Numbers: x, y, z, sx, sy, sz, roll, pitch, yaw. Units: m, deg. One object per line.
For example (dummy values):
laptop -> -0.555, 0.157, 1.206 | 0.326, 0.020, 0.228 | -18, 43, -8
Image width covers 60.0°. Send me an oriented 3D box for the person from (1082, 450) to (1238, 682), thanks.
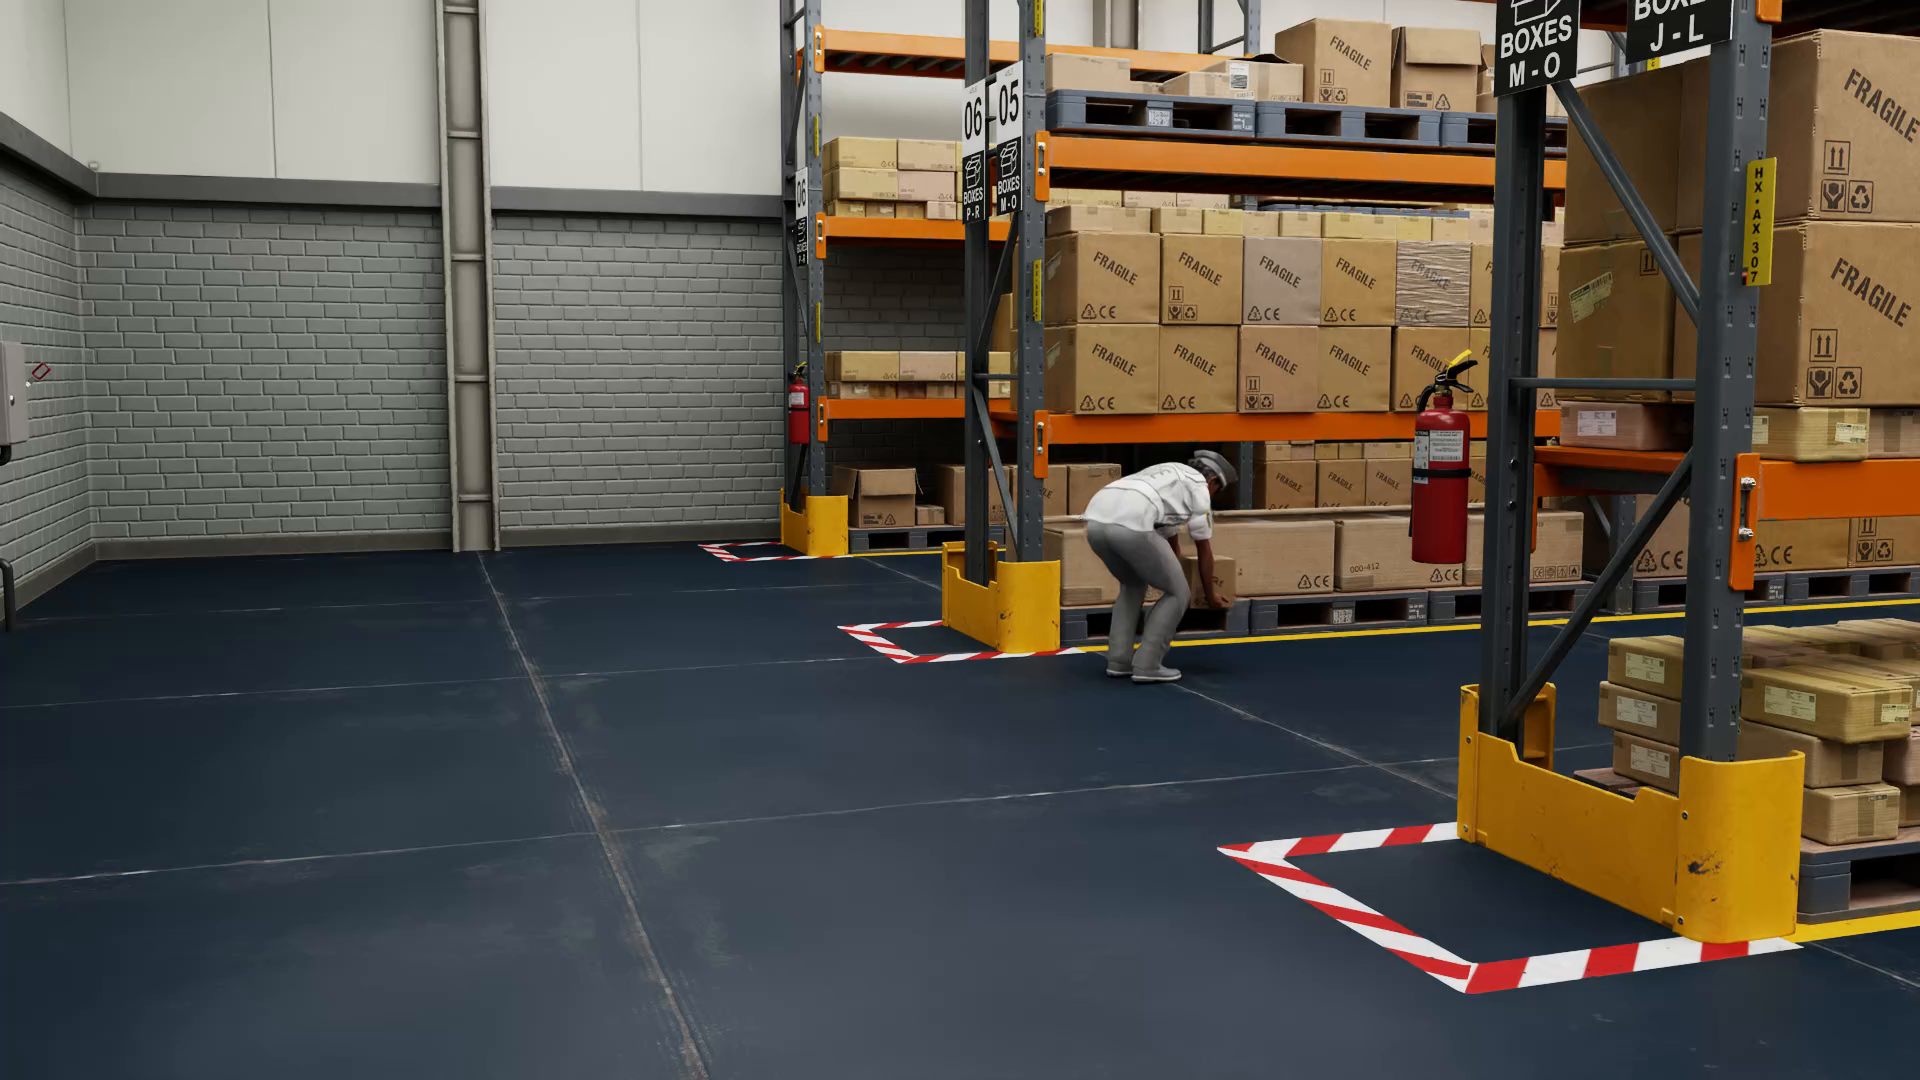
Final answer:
person -> 1.037, 0.124, 8.423 | 0.926, 1.145, 0.430 | -4, 7, -36
